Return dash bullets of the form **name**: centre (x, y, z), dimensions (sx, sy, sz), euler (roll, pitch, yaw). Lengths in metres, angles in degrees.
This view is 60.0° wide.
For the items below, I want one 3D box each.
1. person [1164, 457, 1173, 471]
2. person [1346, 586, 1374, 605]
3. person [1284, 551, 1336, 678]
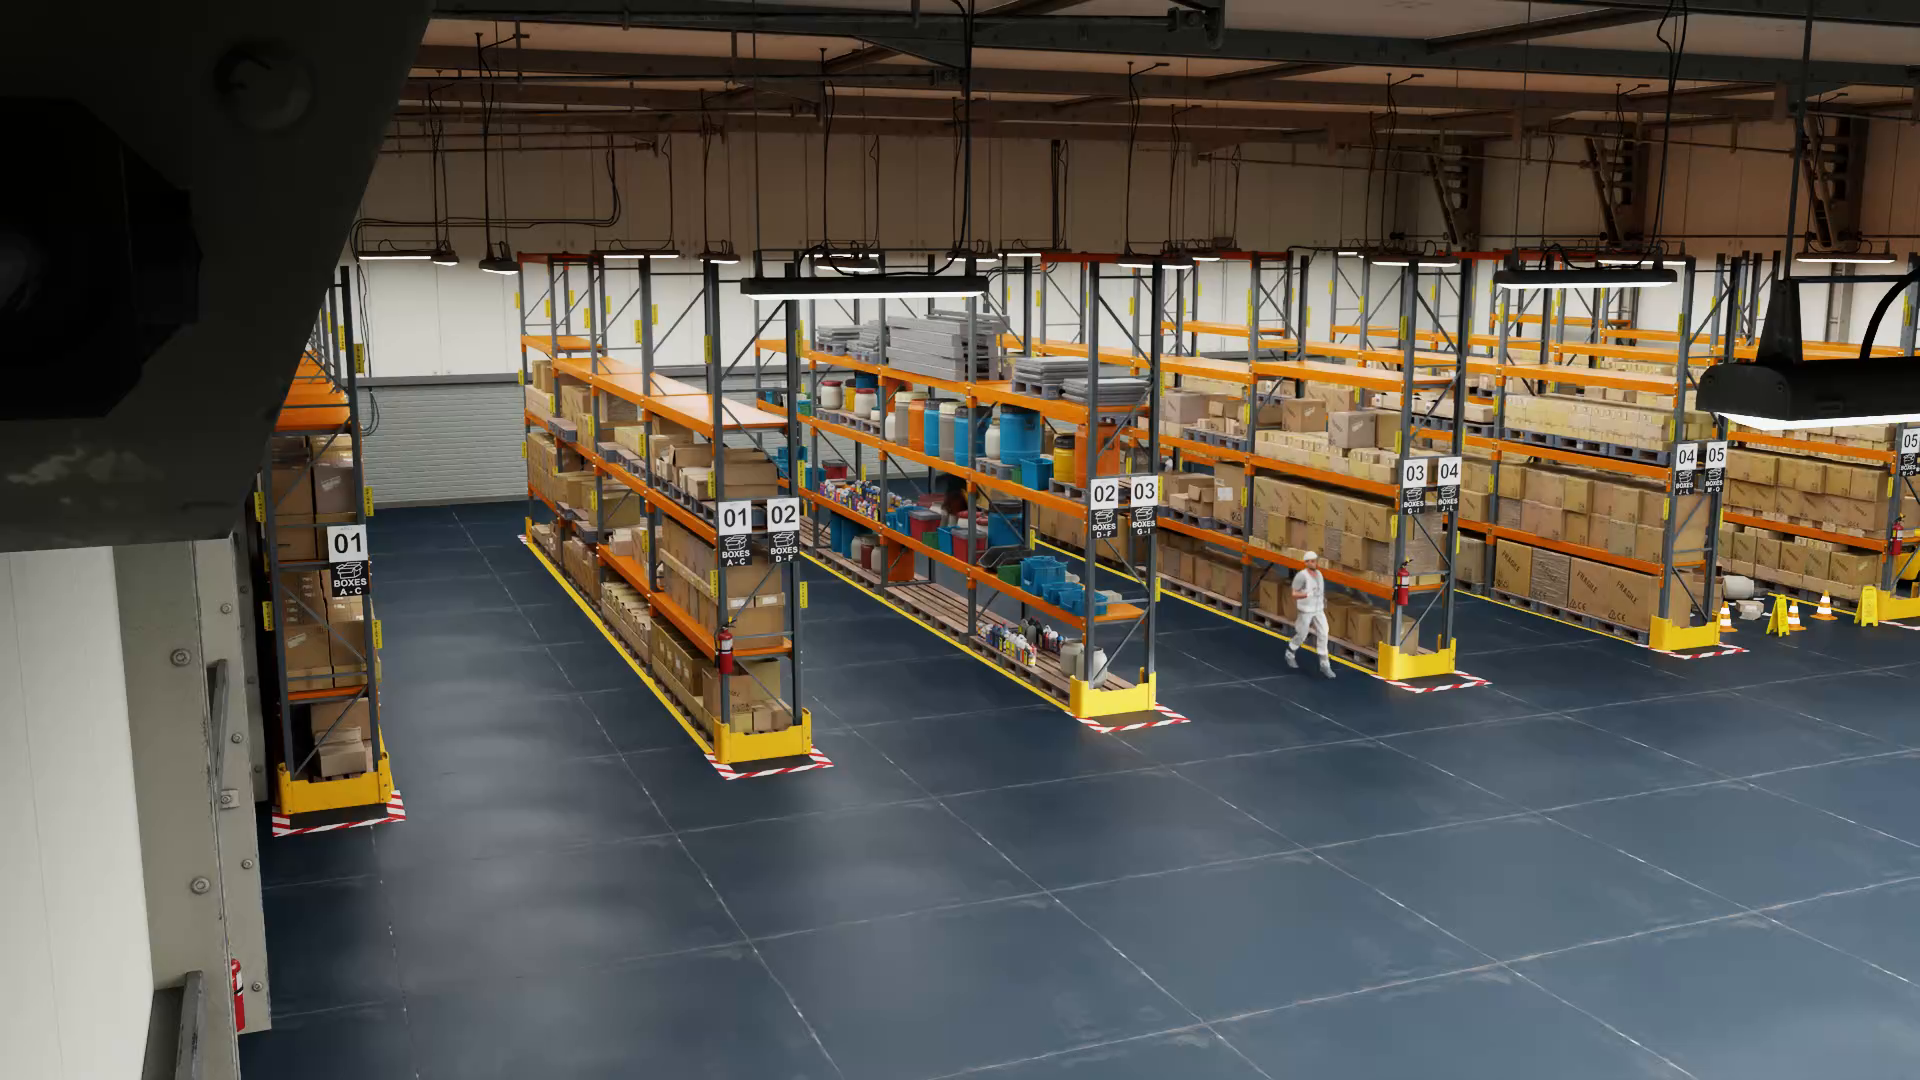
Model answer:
- **person**: centre (5.334, -2.122, 41.844), dimensions (0.827, 1.717, 0.993), euler (1, 10, 4)
- **person**: centre (7.007, 0.223, 29.132), dimensions (0.585, 1.713, 0.866), euler (-5, 12, -27)
- **person**: centre (5.072, 1.046, 24.121), dimensions (0.656, 1.800, 0.905), euler (-5, 12, -26)
